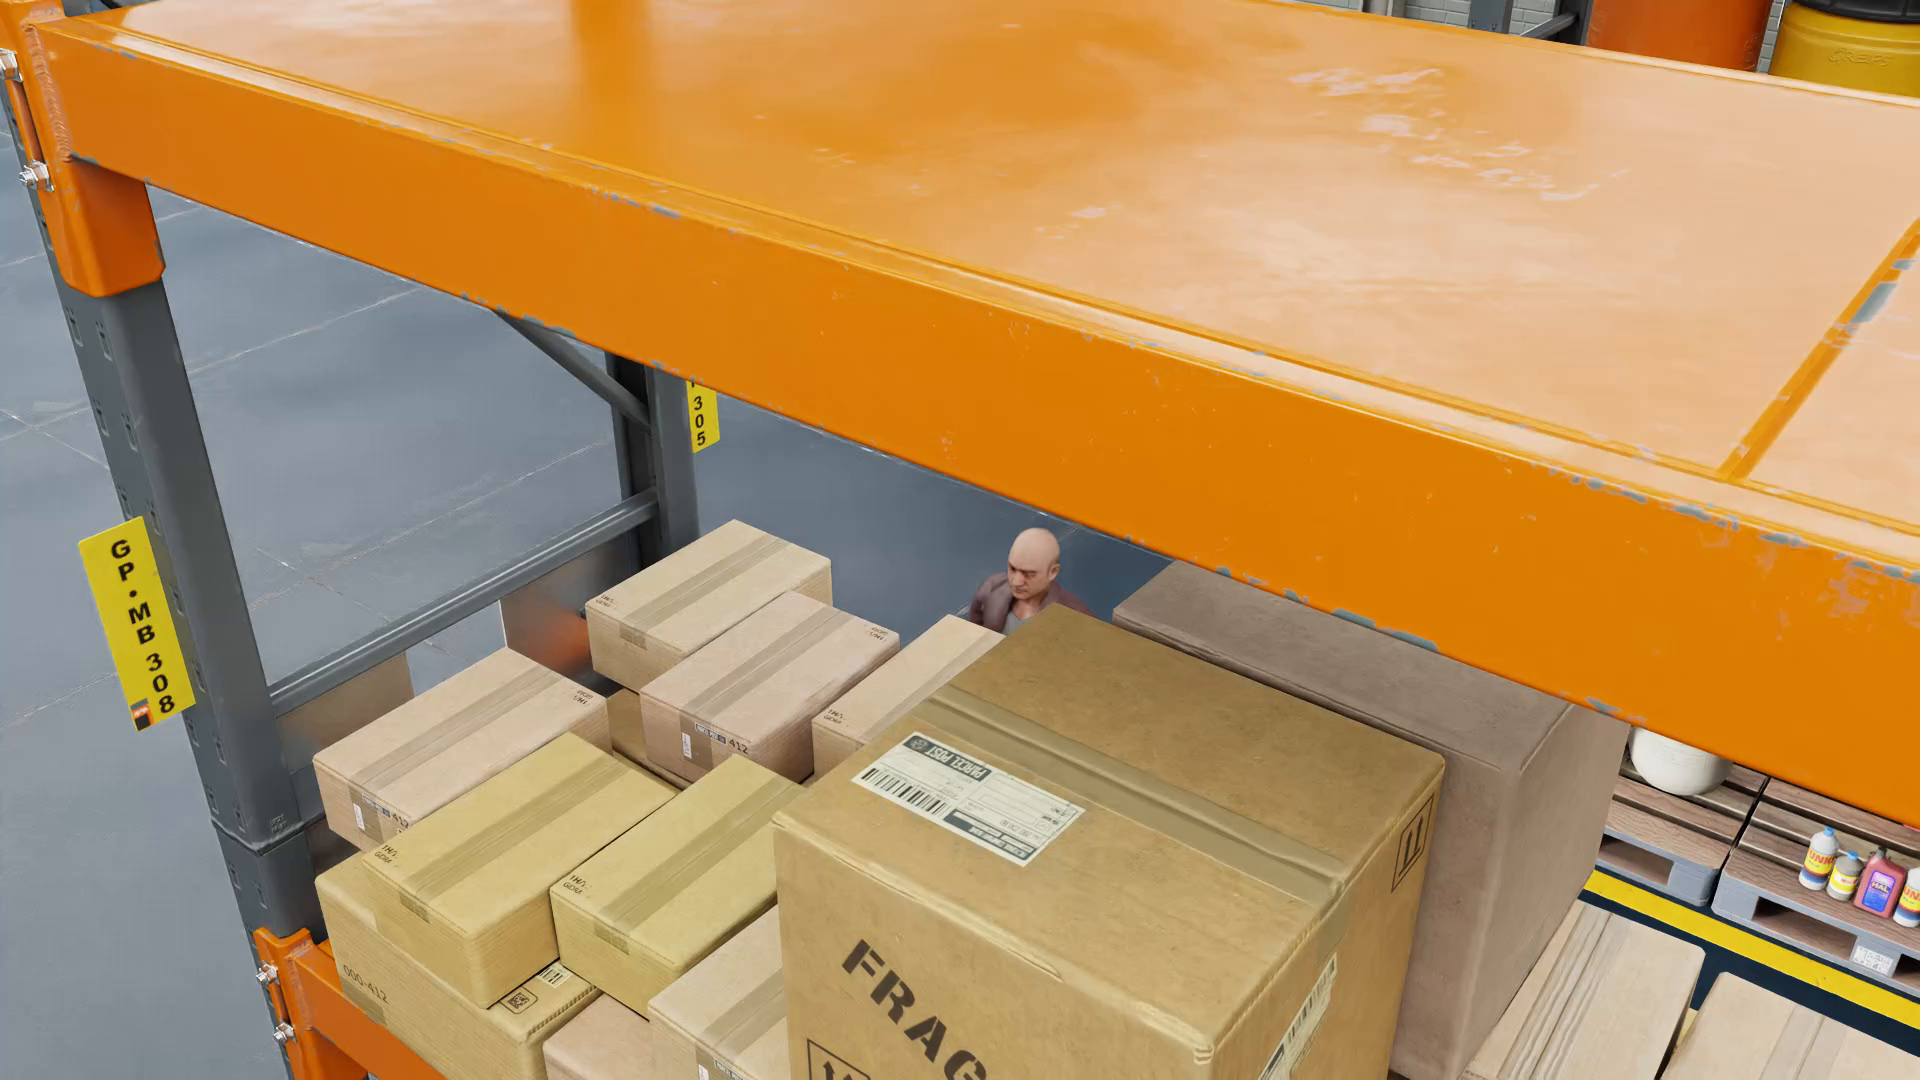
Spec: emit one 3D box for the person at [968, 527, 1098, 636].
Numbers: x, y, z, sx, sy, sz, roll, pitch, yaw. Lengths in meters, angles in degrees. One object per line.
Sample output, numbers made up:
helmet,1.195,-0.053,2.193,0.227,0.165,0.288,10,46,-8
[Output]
person,0.215,0.762,6.344,0.572,1.782,0.479,20,36,31
